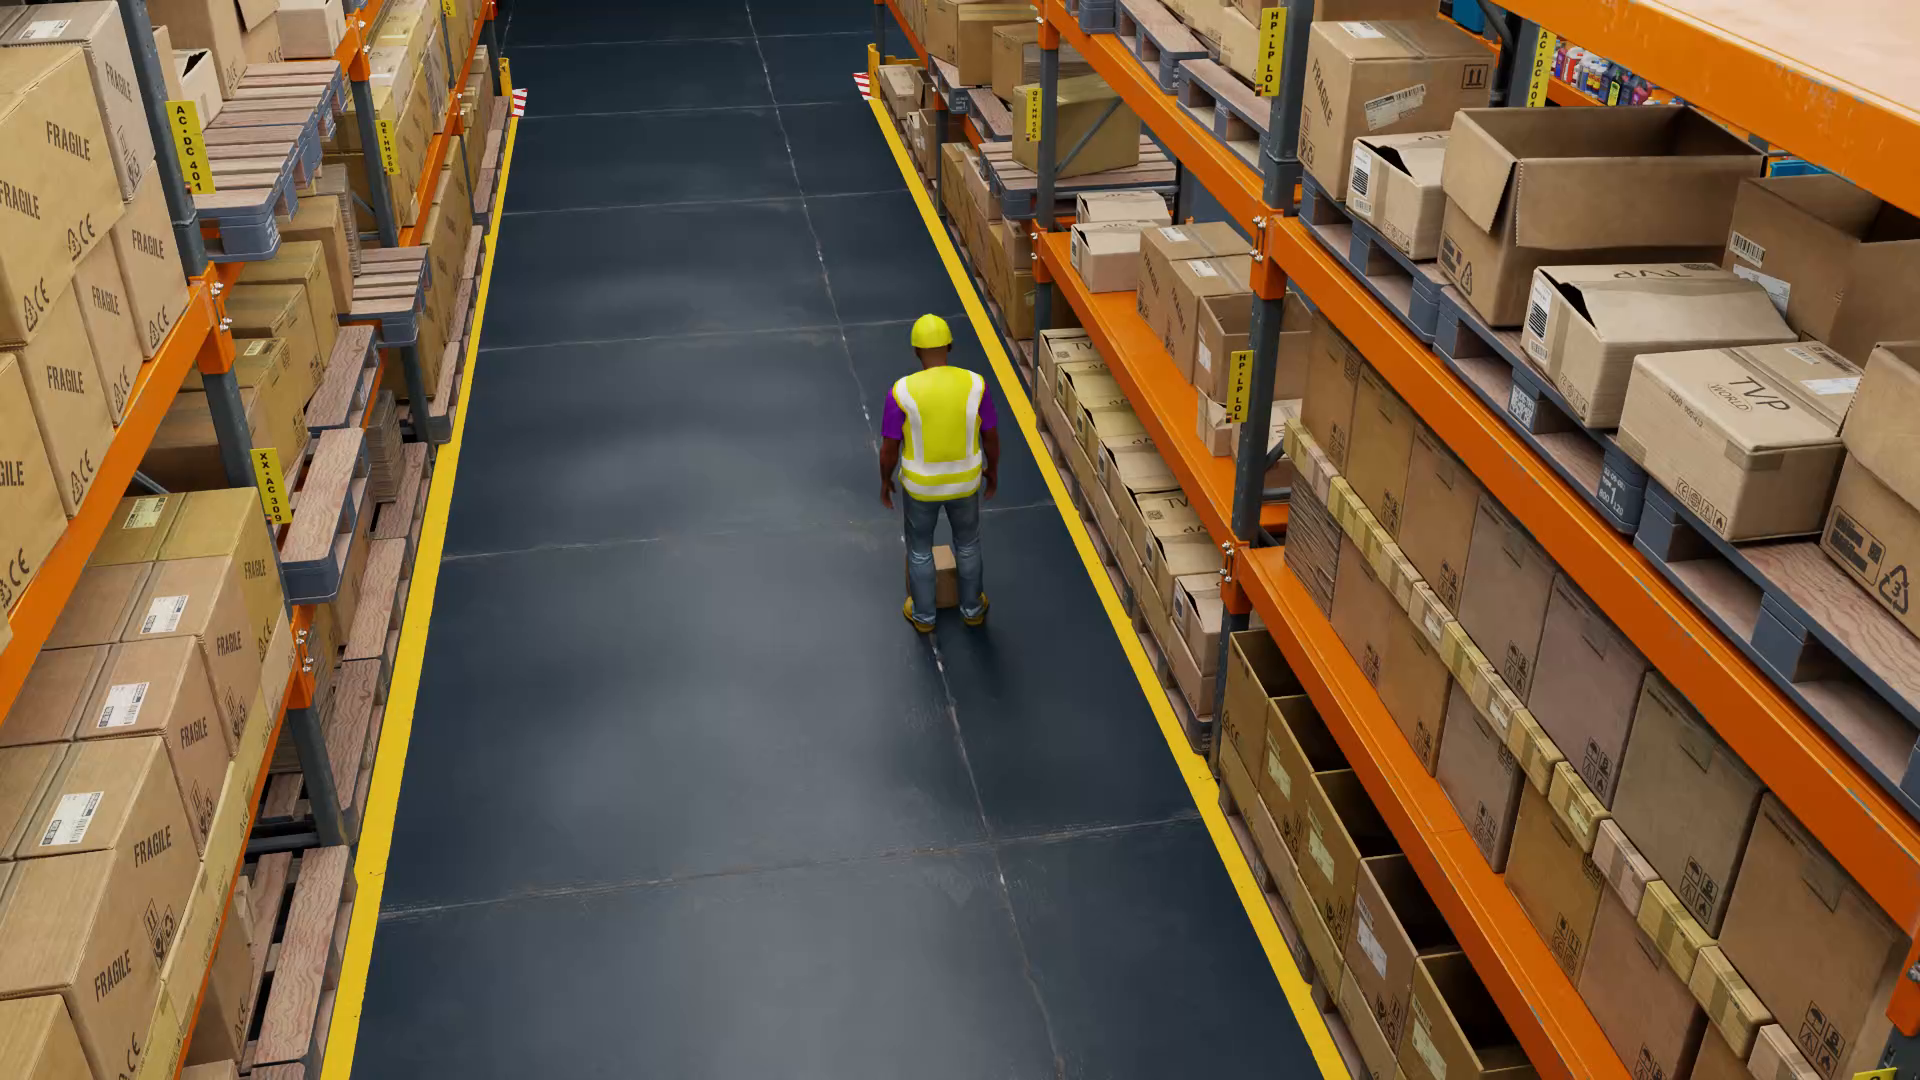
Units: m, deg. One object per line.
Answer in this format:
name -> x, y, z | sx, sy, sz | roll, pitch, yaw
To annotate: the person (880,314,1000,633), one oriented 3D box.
person -> -0.106, -0.330, 8.680 | 0.630, 1.761, 0.462 | -5, 31, -9
